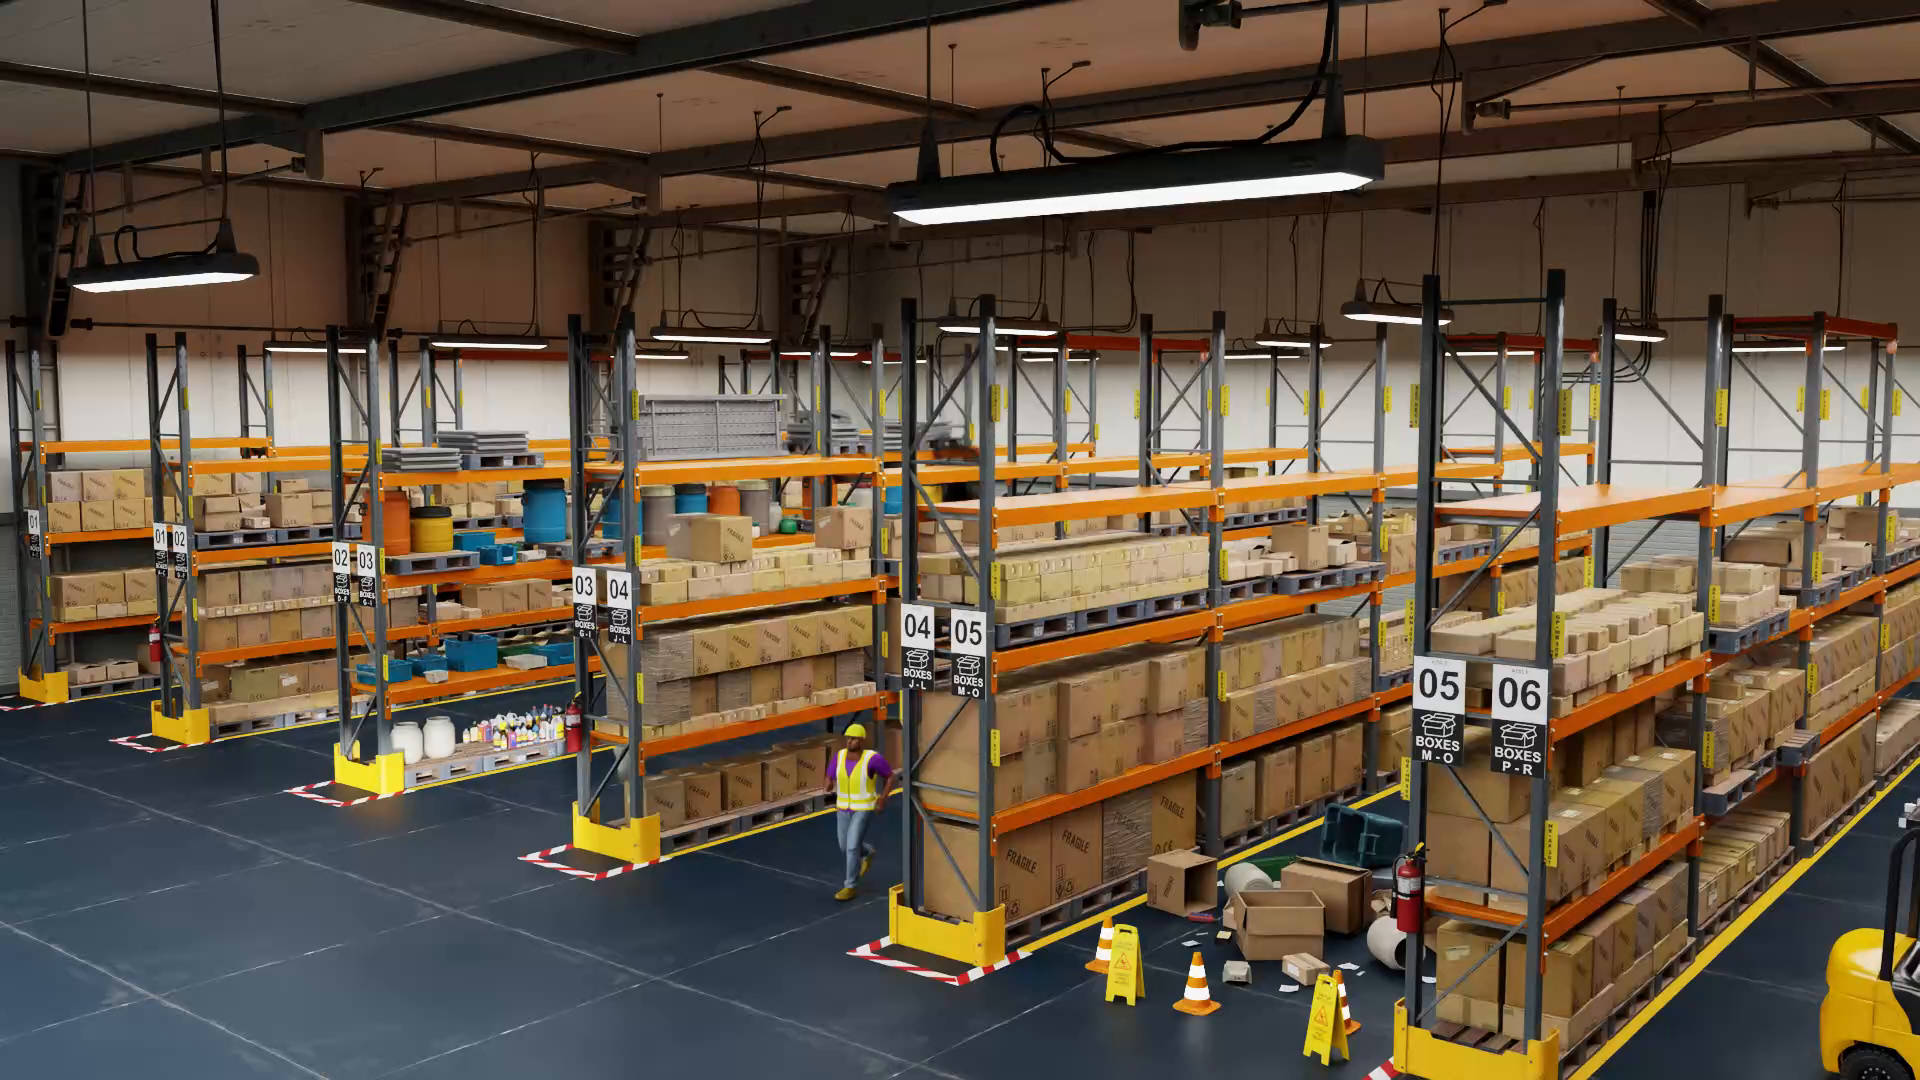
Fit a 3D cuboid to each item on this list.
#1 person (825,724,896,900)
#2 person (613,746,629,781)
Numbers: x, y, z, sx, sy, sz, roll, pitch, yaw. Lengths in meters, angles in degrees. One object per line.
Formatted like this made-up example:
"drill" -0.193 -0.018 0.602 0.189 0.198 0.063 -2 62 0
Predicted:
"person" -1.057 2.747 17.091 0.724 1.749 0.864 2 6 26
"person" -4.143 2.484 20.644 0.584 1.640 0.639 3 6 32
